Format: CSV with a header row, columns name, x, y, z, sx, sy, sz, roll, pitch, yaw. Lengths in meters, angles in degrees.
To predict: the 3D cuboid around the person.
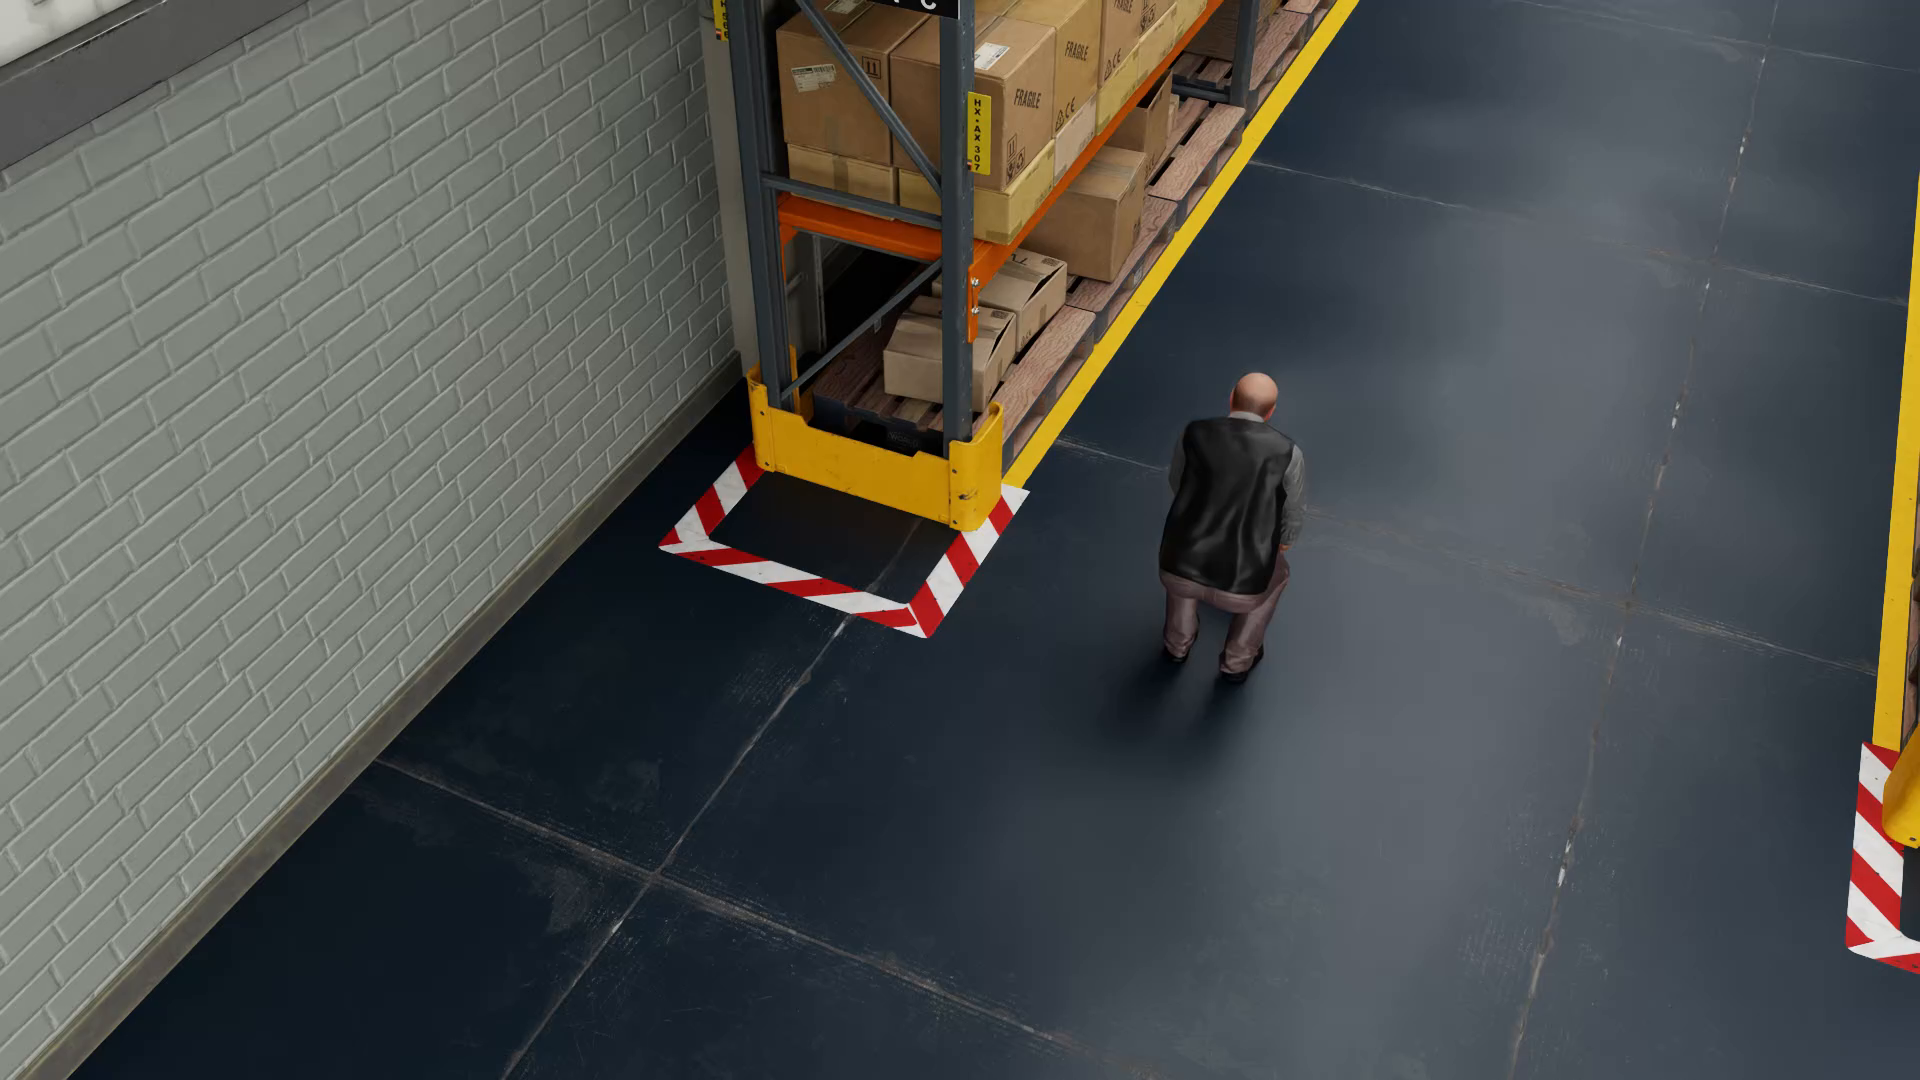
name,x,y,z,sx,sy,sz,roll,pitch,yaw
person,1.046,-0.019,6.641,0.568,1.139,0.823,17,45,18
